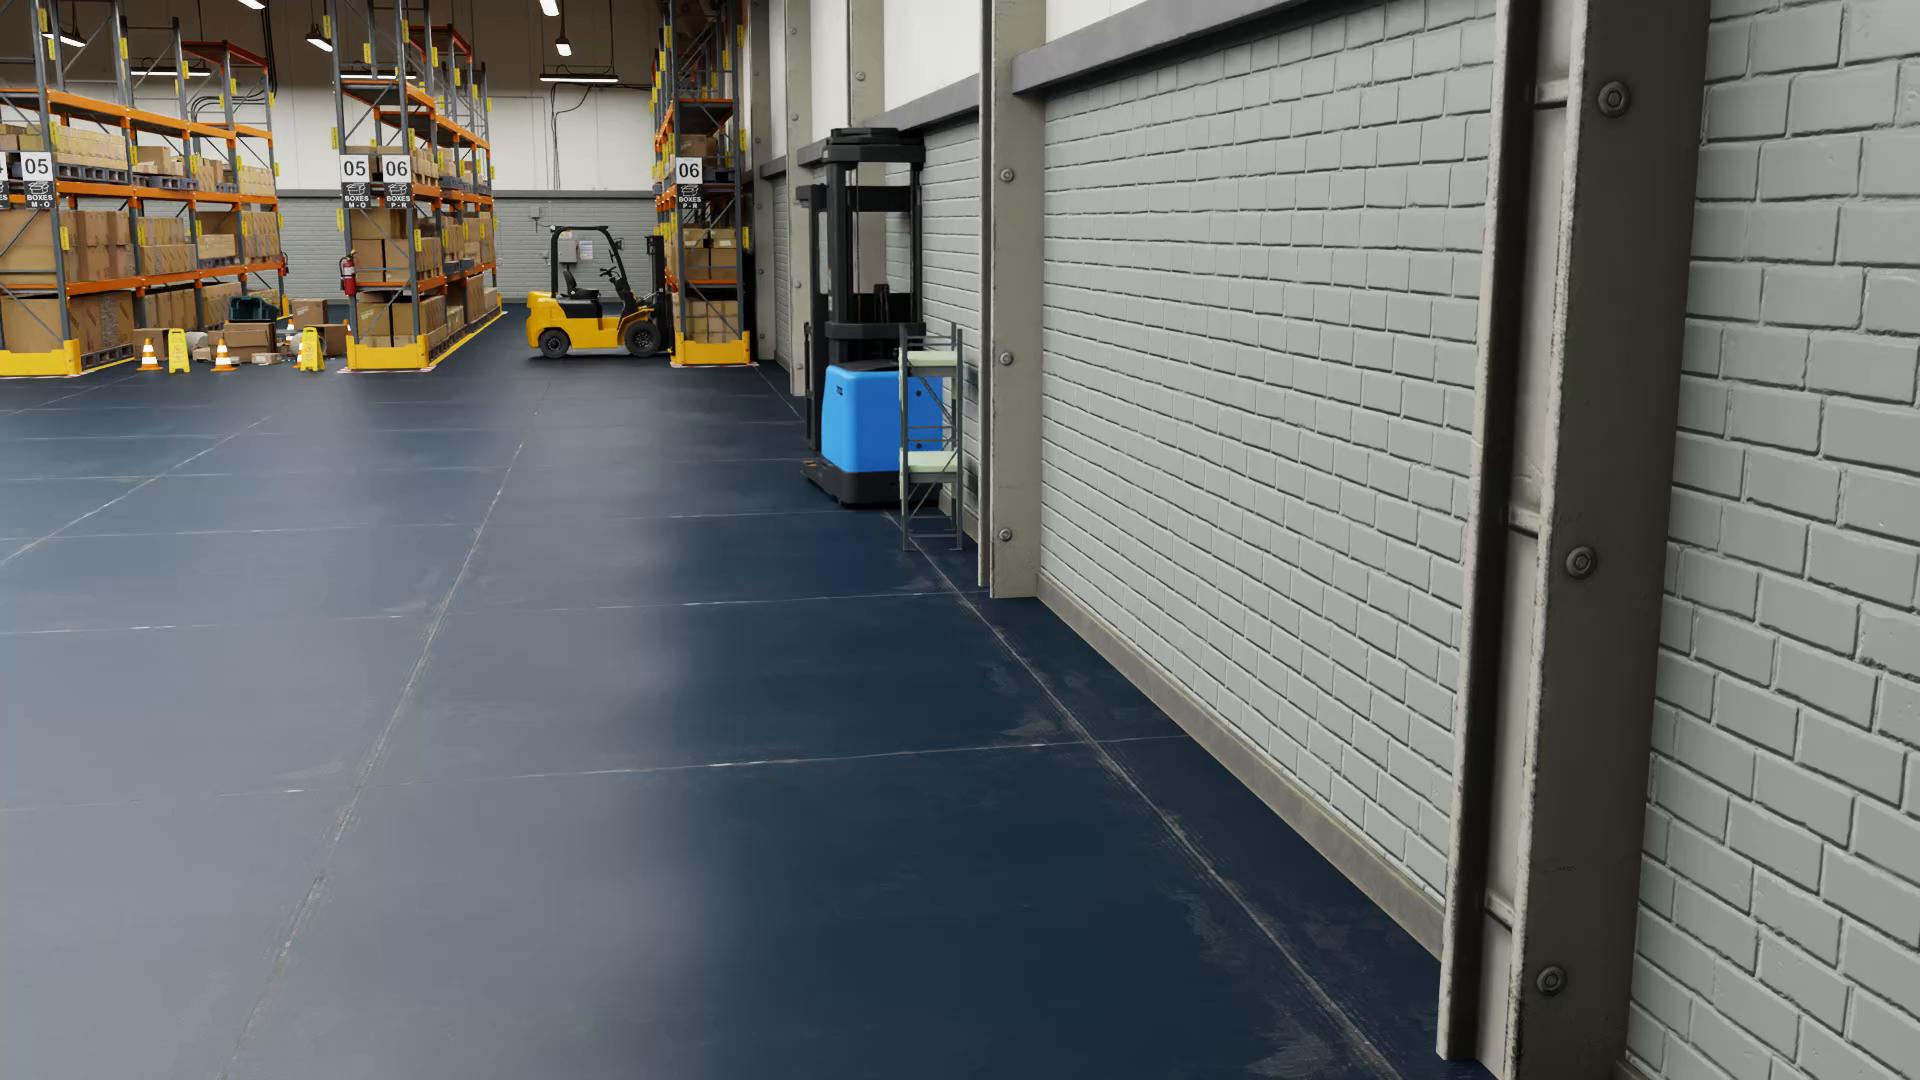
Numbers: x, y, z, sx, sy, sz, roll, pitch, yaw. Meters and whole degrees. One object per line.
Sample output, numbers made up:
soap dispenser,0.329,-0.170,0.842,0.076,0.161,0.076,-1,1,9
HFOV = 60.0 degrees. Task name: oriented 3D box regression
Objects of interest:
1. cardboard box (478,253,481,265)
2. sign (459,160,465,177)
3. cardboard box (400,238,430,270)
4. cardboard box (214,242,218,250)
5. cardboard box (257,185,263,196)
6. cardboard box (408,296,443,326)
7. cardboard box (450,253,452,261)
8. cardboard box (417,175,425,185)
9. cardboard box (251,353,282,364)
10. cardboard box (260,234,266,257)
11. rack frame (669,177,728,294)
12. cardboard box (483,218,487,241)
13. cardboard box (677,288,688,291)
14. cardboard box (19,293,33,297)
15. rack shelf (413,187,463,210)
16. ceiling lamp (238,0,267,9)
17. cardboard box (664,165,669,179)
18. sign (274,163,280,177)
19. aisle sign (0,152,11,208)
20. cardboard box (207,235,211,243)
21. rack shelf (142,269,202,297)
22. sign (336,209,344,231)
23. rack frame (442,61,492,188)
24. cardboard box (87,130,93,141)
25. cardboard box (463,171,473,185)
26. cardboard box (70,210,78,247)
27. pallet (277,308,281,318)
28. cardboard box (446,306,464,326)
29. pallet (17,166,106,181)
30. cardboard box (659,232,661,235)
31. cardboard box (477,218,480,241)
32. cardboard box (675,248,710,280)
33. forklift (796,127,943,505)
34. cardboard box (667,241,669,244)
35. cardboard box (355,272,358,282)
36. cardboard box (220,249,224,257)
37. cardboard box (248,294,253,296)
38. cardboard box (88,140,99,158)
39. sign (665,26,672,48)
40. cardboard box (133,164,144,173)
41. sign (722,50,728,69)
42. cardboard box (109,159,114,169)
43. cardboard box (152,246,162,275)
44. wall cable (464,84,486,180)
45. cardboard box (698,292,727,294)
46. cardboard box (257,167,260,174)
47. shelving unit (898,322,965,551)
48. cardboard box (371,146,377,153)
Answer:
cardboard box,-10.816,-6.183,36.559,0.500,0.250,0.500,-2,11,-12
sign,-9.840,-7.343,32.848,0.100,0.325,0.005,-2,11,-11
cardboard box,-8.841,-4.609,26.828,0.500,0.500,0.500,-2,11,-12
cardboard box,-15.413,-6.008,33.992,0.380,0.149,0.250,-2,11,-9
cardboard box,-16.104,-7.909,37.607,0.500,0.250,0.500,-2,11,-8
cardboard box,-9.115,-3.894,28.360,0.500,0.500,0.500,-2,11,-10
cardboard box,-9.617,-5.248,30.793,0.380,0.149,0.250,-2,11,-11
cardboard box,-8.817,-5.788,26.735,0.380,0.149,0.250,-2,11,-10
cardboard box,-11.052,-2.895,26.509,0.380,0.149,0.250,4,11,18
cardboard box,-16.134,-6.708,37.853,0.500,0.500,0.500,-2,11,-8
rack frame,-4.726,-5.044,30.172,1.000,3.000,0.127,-2,11,-11
cardboard box,-11.186,-7.153,38.315,0.500,0.500,0.500,-2,11,-10
cardboard box,-5.849,-5.156,34.588,0.380,0.149,0.250,-3,11,-14
cardboard box,-21.096,-5.421,36.714,0.875,0.875,0.875,-2,11,-11
rack shelf,-9.983,-6.349,30.935,1.077,0.370,4.000,-2,11,-11
ceiling lamp,-11.710,-10.573,27.567,0.800,3.185,2.000,-2,11,-11
cardboard box,-5.602,-7.414,32.944,0.500,0.500,0.500,-2,11,-11
sign,-16.216,-8.790,39.464,0.100,0.325,0.005,-2,11,-11
aisle sign,-13.933,-5.183,23.954,0.394,0.787,0.004,-2,11,-11
cardboard box,-15.312,-6.057,33.454,0.380,0.149,0.250,-2,11,-8
rack shelf,-14.819,-4.677,30.172,1.077,0.370,4.000,-2,11,-11
sign,-9.365,-4.836,25.142,0.100,0.325,0.005,-2,11,-11
rack frame,-11.928,-10.010,40.223,1.000,3.000,0.127,-2,11,-11
cardboard box,-13.701,-6.280,25.797,0.380,0.149,0.250,-2,11,-10
cardboard box,-10.773,-7.812,35.809,0.500,0.311,0.500,-2,11,-11
cardboard box,-13.884,-4.701,25.085,0.875,0.550,0.550,-2,11,-11
pallet,-16.626,-5.331,39.139,1.003,0.211,1.213,-2,11,-11
cardboard box,-10.272,-4.407,32.735,0.950,0.372,0.625,-3,11,-15
pallet,-14.047,-5.720,25.942,1.003,0.211,1.213,-2,11,-11
cardboard box,-6.154,-6.430,36.069,0.700,0.500,0.500,-2,11,-11
cardboard box,-10.817,-6.797,36.444,0.500,0.500,0.500,-2,11,-9
cardboard box,-4.301,-4.440,26.733,0.500,0.500,0.500,-2,11,-12
forklift,-0.765,-1.943,14.067,1.130,2.935,3.031,-3,11,-15
cardboard box,-5.415,-5.745,31.856,0.380,0.149,0.250,-2,11,-13
cardboard box,-9.257,-4.109,25.932,0.380,0.149,0.250,-2,11,-12
cardboard box,-15.509,-5.958,34.526,0.380,0.149,0.250,-3,11,-13
cardboard box,-15.845,-5.352,36.706,0.380,0.149,0.250,-2,11,-8
cardboard box,-13.790,-6.107,25.953,0.500,0.250,0.500,-2,11,-11
sign,-4.483,-7.738,25.572,0.100,0.325,0.005,-2,11,-11
cardboard box,-14.388,-6.469,28.919,0.250,0.149,0.380,-2,11,-11
sign,-4.177,-8.543,29.592,0.100,0.325,0.005,-2,11,-11
cardboard box,-13.895,-6.074,26.844,0.380,0.149,0.250,-2,11,-11
cardboard box,-14.367,-4.912,29.213,0.500,0.500,0.500,-2,11,-11
wall cable,-13.311,-11.043,45.650,0.463,3.000,0.029,-2,11,-11
cardboard box,-4.441,-4.307,29.860,0.500,0.250,0.500,-2,11,-10
cardboard box,-16.193,-8.420,37.886,0.380,0.149,0.250,-2,11,-10
shelving unit,-0.205,-0.733,11.537,0.431,1.500,0.755,-1,11,-3
cardboard box,-9.184,-5.971,25.560,0.380,0.149,0.250,-2,11,-10
